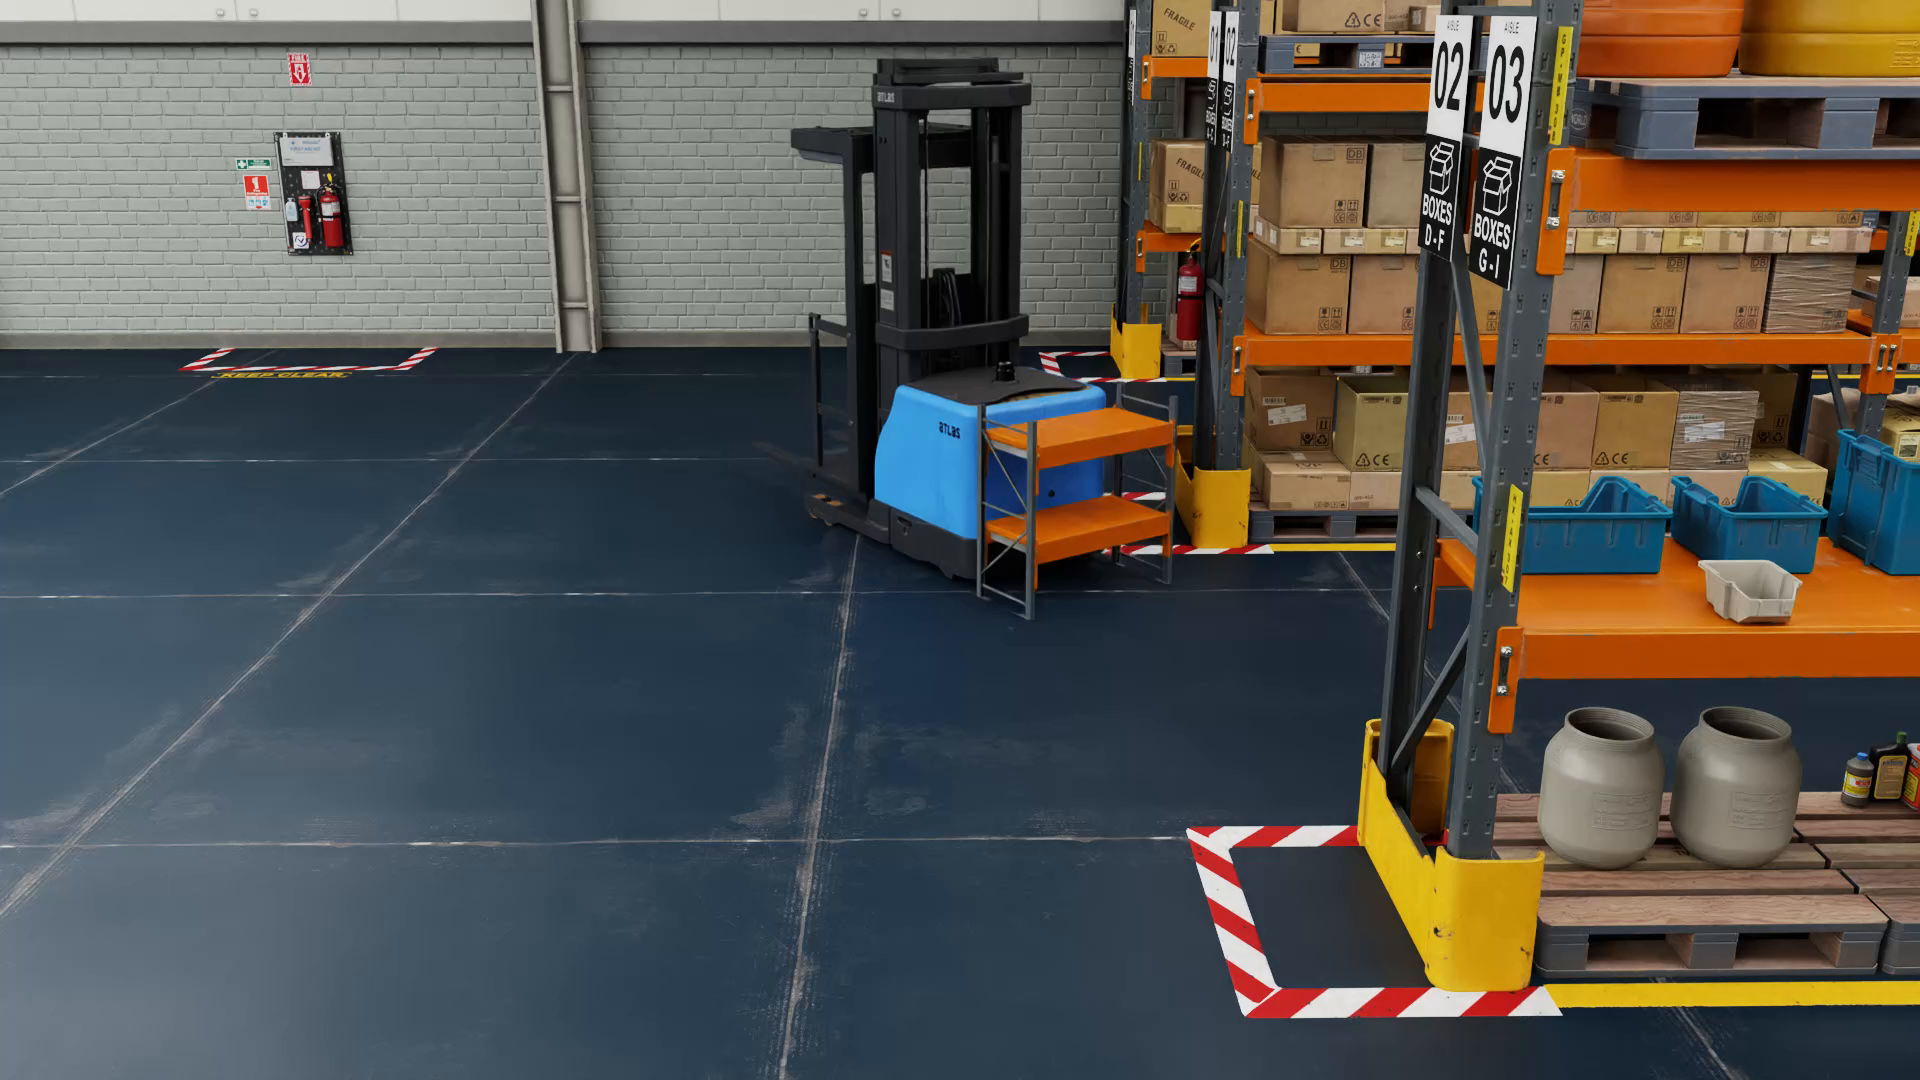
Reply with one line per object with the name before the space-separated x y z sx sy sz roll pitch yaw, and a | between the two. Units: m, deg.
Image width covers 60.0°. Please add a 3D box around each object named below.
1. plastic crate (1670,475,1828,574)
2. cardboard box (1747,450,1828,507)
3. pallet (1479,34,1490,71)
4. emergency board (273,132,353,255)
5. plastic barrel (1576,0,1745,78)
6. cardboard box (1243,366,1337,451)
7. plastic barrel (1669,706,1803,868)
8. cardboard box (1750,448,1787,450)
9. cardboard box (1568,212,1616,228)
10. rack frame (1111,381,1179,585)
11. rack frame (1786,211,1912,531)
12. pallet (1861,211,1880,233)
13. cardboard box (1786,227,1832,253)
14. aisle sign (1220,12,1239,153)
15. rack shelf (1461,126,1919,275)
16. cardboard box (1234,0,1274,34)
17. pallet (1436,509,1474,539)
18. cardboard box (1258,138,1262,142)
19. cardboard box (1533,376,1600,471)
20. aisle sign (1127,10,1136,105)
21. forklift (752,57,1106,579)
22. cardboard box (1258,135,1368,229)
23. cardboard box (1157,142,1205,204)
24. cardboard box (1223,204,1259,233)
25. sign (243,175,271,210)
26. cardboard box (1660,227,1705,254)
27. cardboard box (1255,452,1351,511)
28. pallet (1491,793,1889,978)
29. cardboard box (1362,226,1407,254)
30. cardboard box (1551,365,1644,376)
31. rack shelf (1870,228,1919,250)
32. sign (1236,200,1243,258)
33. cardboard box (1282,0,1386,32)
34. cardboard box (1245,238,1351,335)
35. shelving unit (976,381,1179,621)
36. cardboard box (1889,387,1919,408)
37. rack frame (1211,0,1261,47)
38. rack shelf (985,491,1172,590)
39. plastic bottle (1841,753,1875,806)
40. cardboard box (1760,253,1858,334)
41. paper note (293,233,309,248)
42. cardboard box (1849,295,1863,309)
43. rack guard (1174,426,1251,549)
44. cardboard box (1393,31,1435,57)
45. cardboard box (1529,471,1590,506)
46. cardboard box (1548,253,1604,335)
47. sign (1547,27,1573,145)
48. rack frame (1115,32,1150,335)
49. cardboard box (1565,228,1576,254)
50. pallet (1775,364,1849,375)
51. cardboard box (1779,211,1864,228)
plastic crate | 2.866 -0.065 6.084 0.408 0.251 0.499 0 18 -1
cardboard box | 5.185 -0.395 10.682 0.500 0.250 0.500 0 18 -1
pallet | 3.576 -2.942 10.044 1.213 0.211 1.003 0 18 -1
emergency board | -6.221 -3.305 15.940 0.643 1.169 0.194 0 18 -1
plastic barrel | 2.204 -1.915 5.305 0.708 0.830 0.600 0 18 -1
cardboard box | 2.177 -0.895 11.014 0.500 0.500 0.500 0 18 -1
plastic barrel | 2.878 0.915 6.171 0.421 0.512 0.421 0 18 0
cardboard box | 5.177 -0.554 11.179 0.500 0.250 0.500 0 18 -1
cardboard box | 3.696 -2.227 10.292 0.500 0.500 0.700 0 18 -1
rack frame | 1.079 -0.335 9.750 0.032 1.125 0.500 -12 22 -34
rack frame | 5.645 -1.573 10.541 0.127 3.000 1.000 0 18 -1
pallet | 7.584 -2.992 15.278 1.213 0.211 1.003 0 18 -1
cardboard box | 5.130 -1.862 10.217 0.250 0.149 0.380 -1 18 -2
aisle sign | 1.585 -2.698 9.791 0.004 0.787 0.394 0 18 -1
rack shelf | 3.720 -1.136 5.447 4.000 0.370 1.077 0 18 -1
cardboard box | 2.440 -4.469 14.462 0.500 0.500 0.500 1 18 3
pallet | 3.627 -0.248 10.974 1.213 0.211 1.003 0 18 -1
cardboard box | 2.535 -3.429 15.310 0.500 0.500 0.500 0 18 0
cardboard box | 3.685 -0.743 10.539 0.500 0.500 0.500 0 18 -1
aisle sign | 1.497 -4.213 14.514 0.004 0.787 0.394 0 18 -1
forklift | -0.368 -1.558 10.607 1.130 2.935 3.031 -12 21 -33
cardboard box | 2.166 -2.218 10.263 0.500 0.500 0.700 0 18 -1
cardboard box | 2.046 -3.273 14.824 0.500 0.500 0.500 0 18 -1
cardboard box | 2.576 -2.917 14.944 0.500 0.250 0.500 -1 18 -3
sign | -6.775 -3.351 16.025 0.234 0.329 0.001 0 18 -1
cardboard box | 4.359 -1.859 10.205 0.250 0.149 0.380 0 18 -1
cardboard box | 2.186 -0.379 10.633 0.500 0.250 0.500 0 18 -1
pallet | 2.608 1.270 6.244 1.213 0.211 1.003 0 18 -1
cardboard box | 2.555 -1.849 10.177 0.250 0.149 0.380 0 18 -1
cardboard box | 4.177 -0.910 11.058 0.500 0.500 0.500 0 18 -1
rack shelf | 7.563 -2.753 15.397 4.000 0.370 1.077 0 18 -1
sign | 1.649 -1.834 9.808 0.005 0.325 0.100 0 18 -1
cardboard box | 2.221 -3.300 9.926 0.637 0.503 0.797 1 18 3
cardboard box | 2.113 -1.600 10.461 0.500 0.500 0.700 0 18 -1
shelving unit | 0.666 -0.244 9.468 1.048 1.125 0.538 -12 22 -34
cardboard box | 6.566 -0.825 11.104 0.500 0.311 0.500 0 18 1
rack frame | 1.646 -4.411 9.565 0.127 3.000 1.000 0 18 -1
rack shelf | 0.666 -0.012 9.543 1.000 0.278 0.538 -12 22 -34
plastic bottle | 3.550 0.939 6.570 0.097 0.201 0.097 0 18 0
cardboard box | 5.202 -1.617 10.513 0.500 0.500 0.700 -1 18 -2
paper note | -6.399 -2.906 16.138 0.142 0.148 0.016 0 18 -1
cardboard box | 8.327 -2.138 15.675 0.500 0.500 0.700 0 18 -1
rack guard | 1.622 -0.364 10.863 0.348 0.500 1.175 0 18 -1
cardboard box | 4.003 -4.481 14.498 0.500 0.500 0.500 -1 18 -3
cardboard box | 3.685 -0.386 10.654 0.500 0.250 0.500 0 18 -1
cardboard box | 3.661 -1.608 10.487 0.500 0.500 0.700 0 18 1
sign | 1.725 -1.306 4.782 0.005 0.325 0.100 0 18 -1
rack frame | 1.564 -3.067 15.197 0.127 3.000 1.000 0 18 -1
cardboard box | 3.579 -1.854 10.190 0.250 0.149 0.380 0 18 0
pallet | 7.565 -1.769 15.718 1.213 0.211 1.003 0 18 -1
cardboard box | 5.202 -2.235 10.315 0.500 0.500 0.700 0 18 -1
